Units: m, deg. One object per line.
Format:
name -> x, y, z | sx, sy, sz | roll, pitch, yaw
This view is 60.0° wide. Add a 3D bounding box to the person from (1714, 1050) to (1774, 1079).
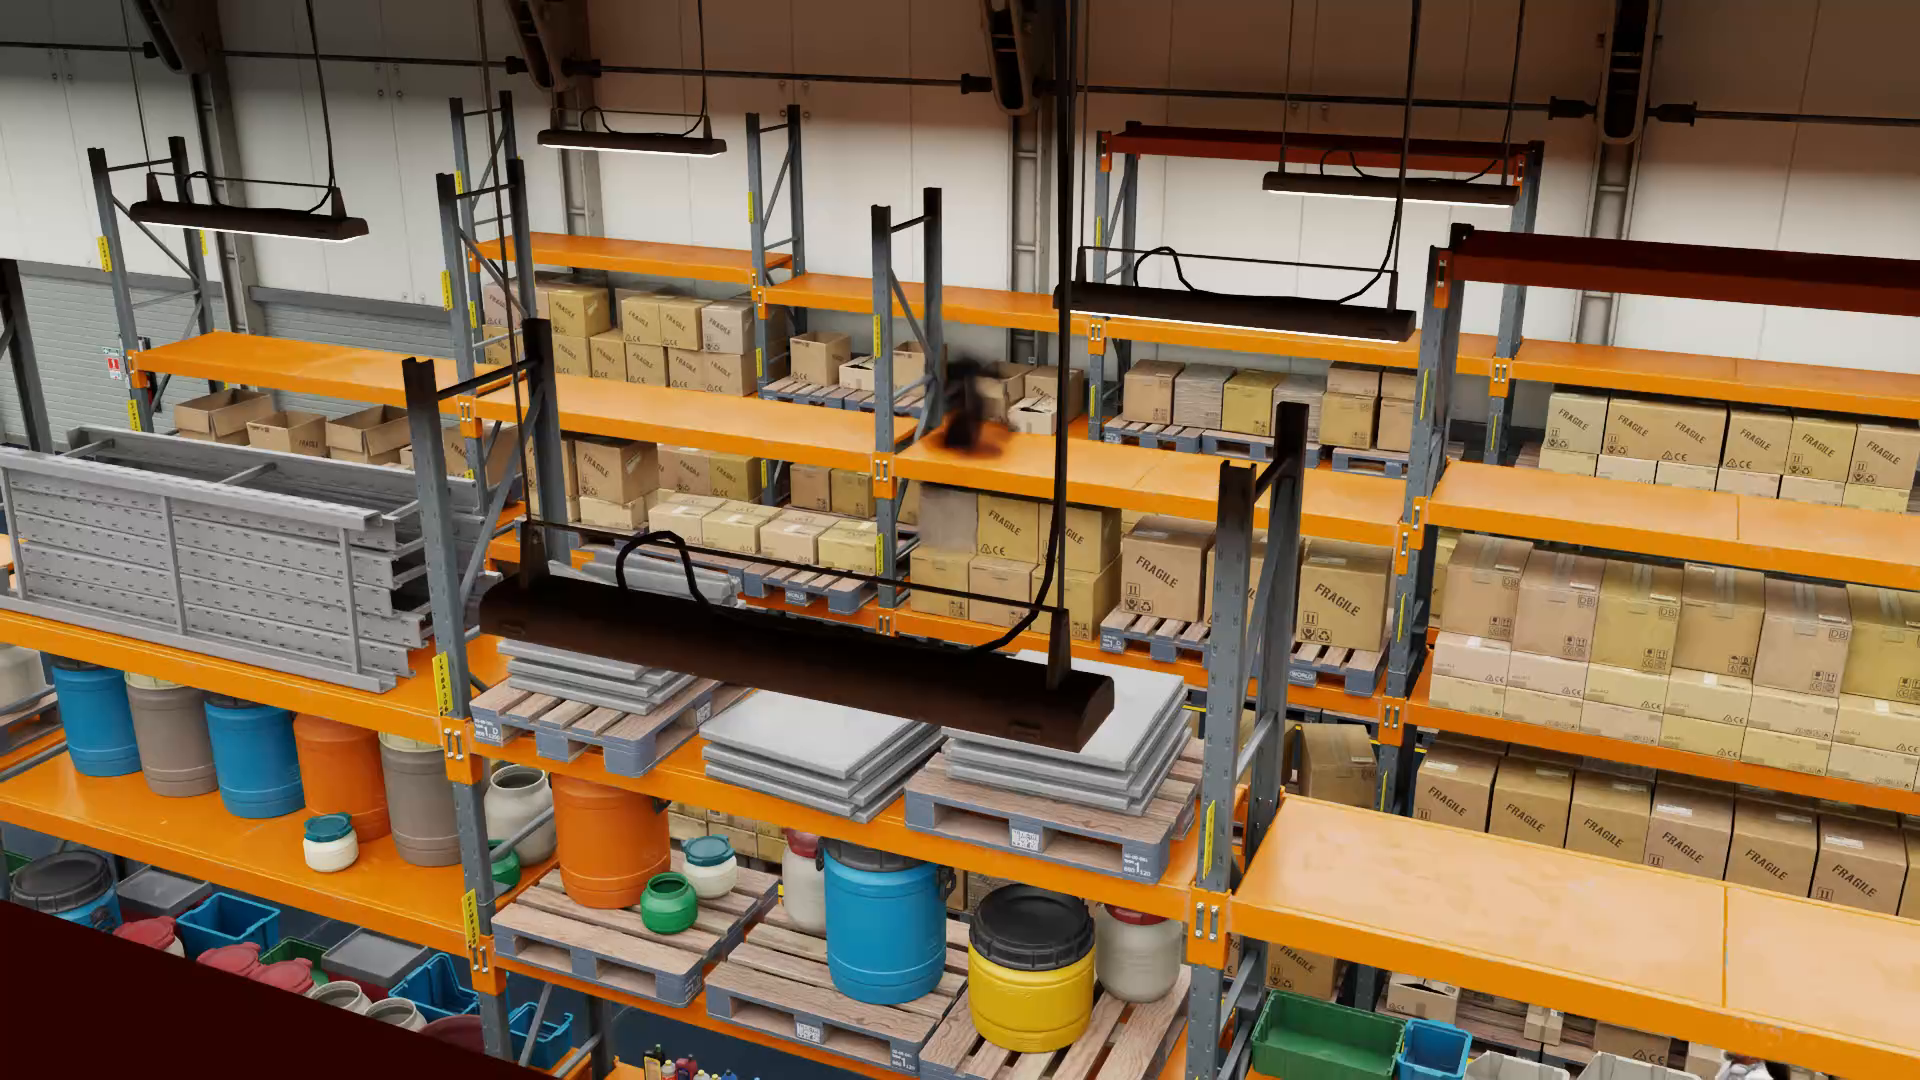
person -> 4.820, 3.748, 10.265 | 0.884, 1.783, 0.692 | 5, 21, 13
